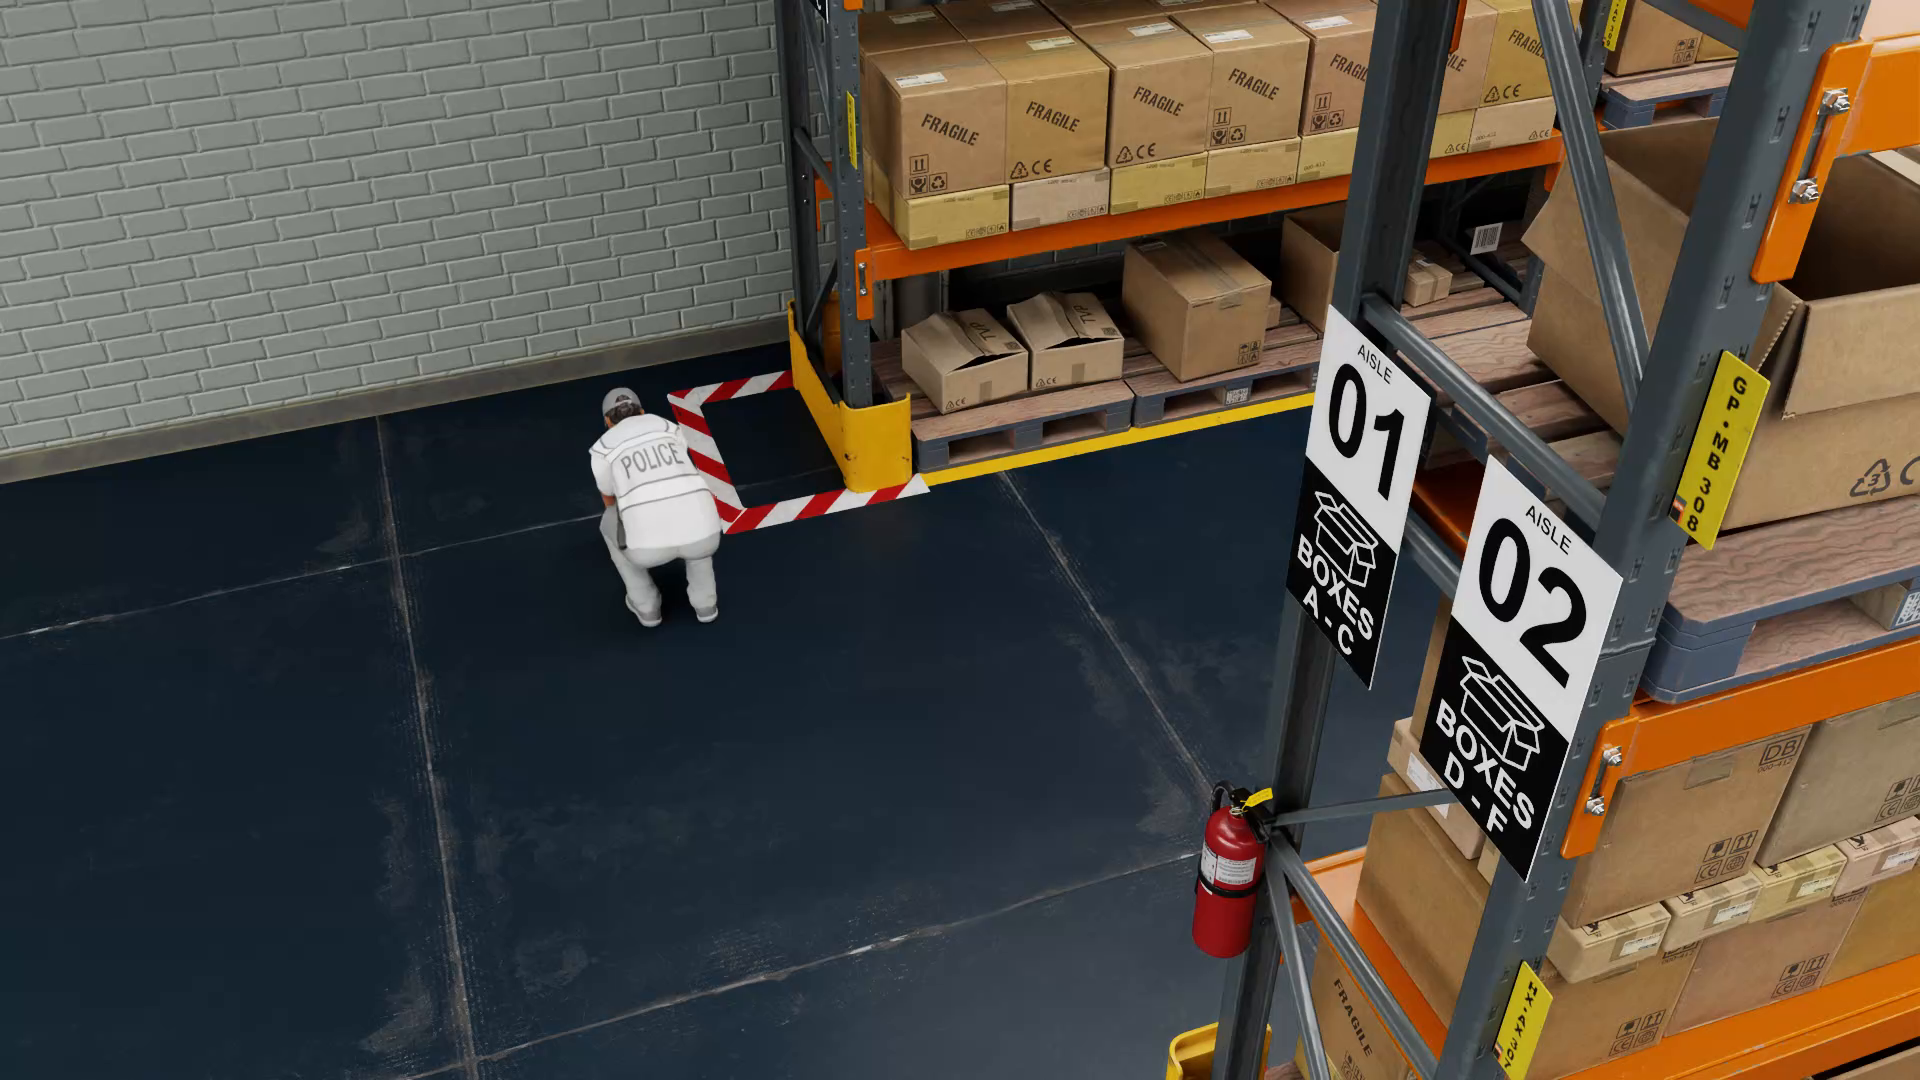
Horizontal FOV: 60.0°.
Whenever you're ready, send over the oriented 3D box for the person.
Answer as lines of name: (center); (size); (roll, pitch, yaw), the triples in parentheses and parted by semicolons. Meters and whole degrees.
person: (-1.372, -0.112, 7.521); (0.503, 0.941, 0.901); (-14, 40, -17)
